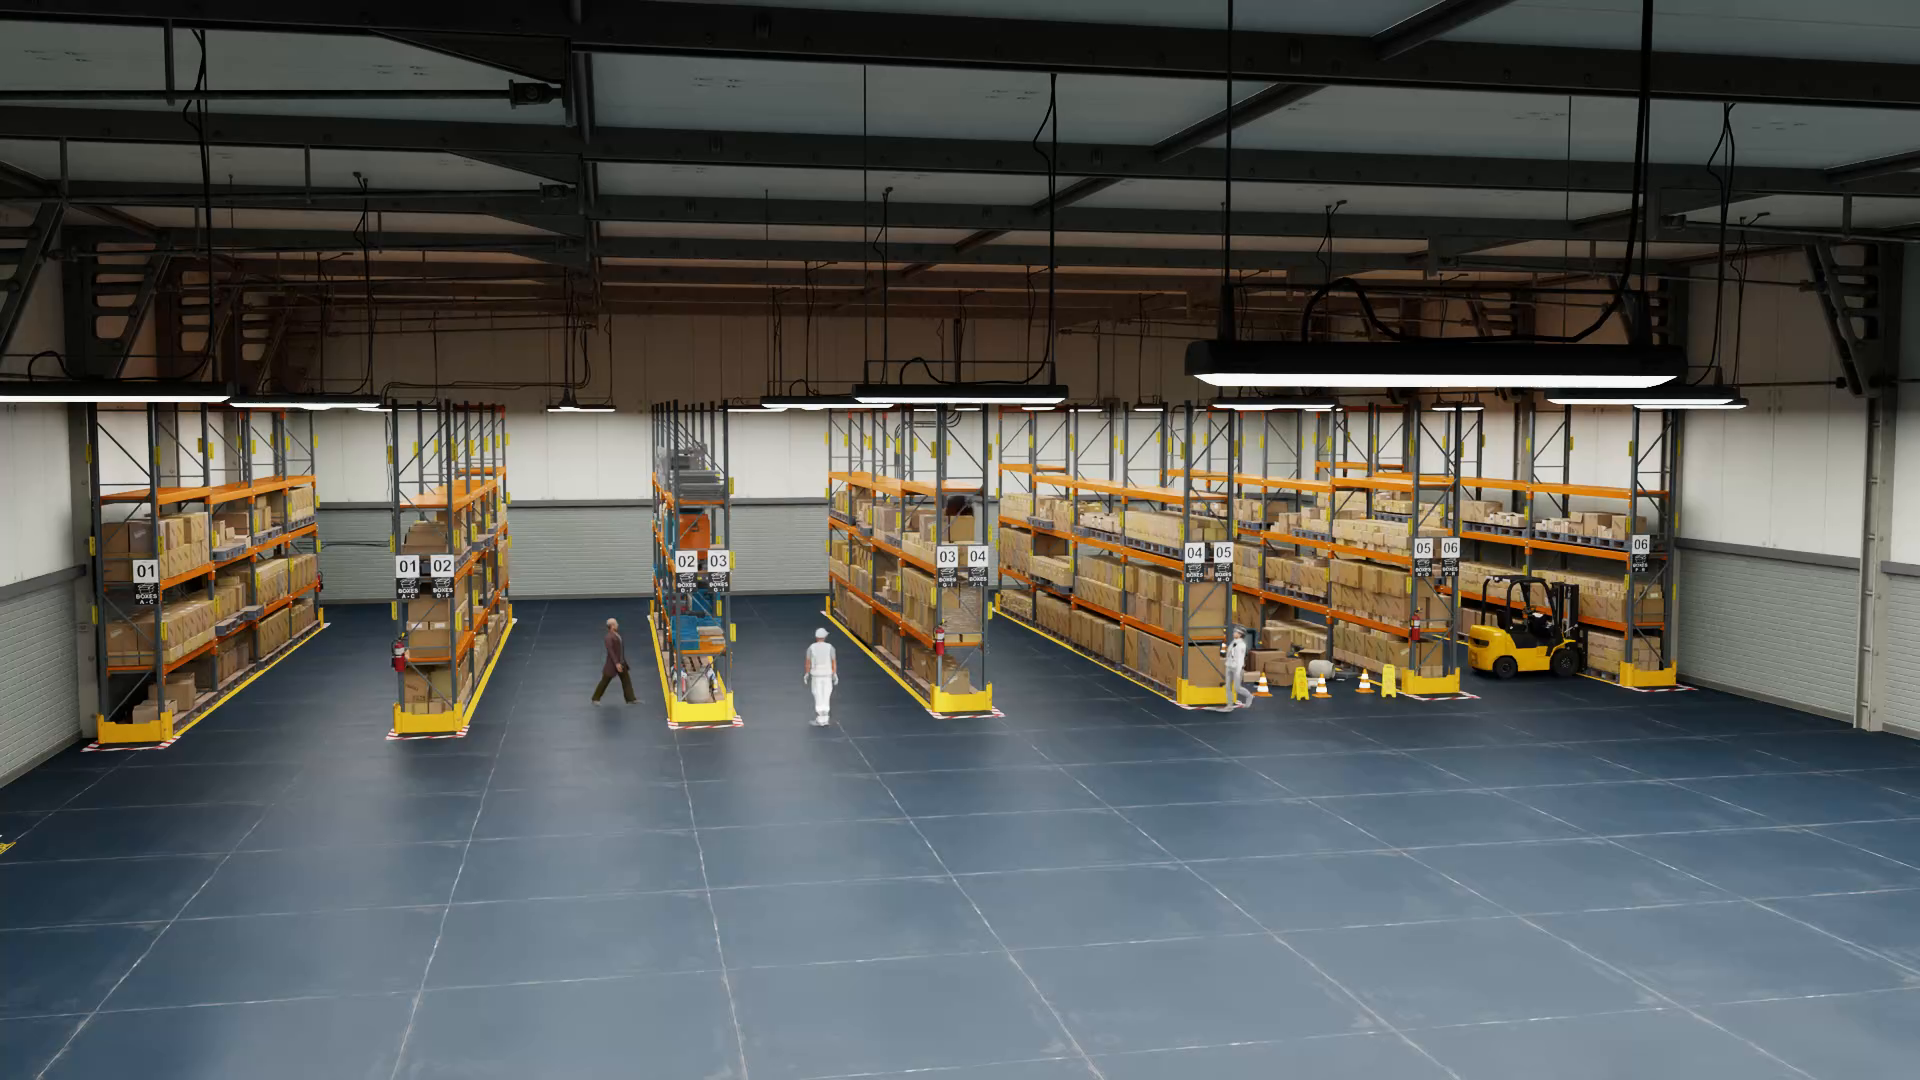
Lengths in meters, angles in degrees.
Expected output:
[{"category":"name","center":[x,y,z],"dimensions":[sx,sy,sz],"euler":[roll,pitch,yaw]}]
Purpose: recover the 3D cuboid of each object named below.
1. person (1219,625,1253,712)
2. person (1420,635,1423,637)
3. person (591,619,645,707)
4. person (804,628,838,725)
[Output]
[{"category":"person","center":[5.332,2.466,31.993],"dimensions":[0.650,1.677,0.484],"euler":[-3,5,-36]},{"category":"person","center":[10.482,2.016,38.239],"dimensions":[0.442,1.684,0.548],"euler":[1,4,16]},{"category":"person","center":[-6.737,2.401,32.554],"dimensions":[0.988,1.743,0.687],"euler":[1,5,18]},{"category":"person","center":[-2.561,2.520,30.656],"dimensions":[0.620,1.810,0.387],"euler":[0,4,-6]}]
